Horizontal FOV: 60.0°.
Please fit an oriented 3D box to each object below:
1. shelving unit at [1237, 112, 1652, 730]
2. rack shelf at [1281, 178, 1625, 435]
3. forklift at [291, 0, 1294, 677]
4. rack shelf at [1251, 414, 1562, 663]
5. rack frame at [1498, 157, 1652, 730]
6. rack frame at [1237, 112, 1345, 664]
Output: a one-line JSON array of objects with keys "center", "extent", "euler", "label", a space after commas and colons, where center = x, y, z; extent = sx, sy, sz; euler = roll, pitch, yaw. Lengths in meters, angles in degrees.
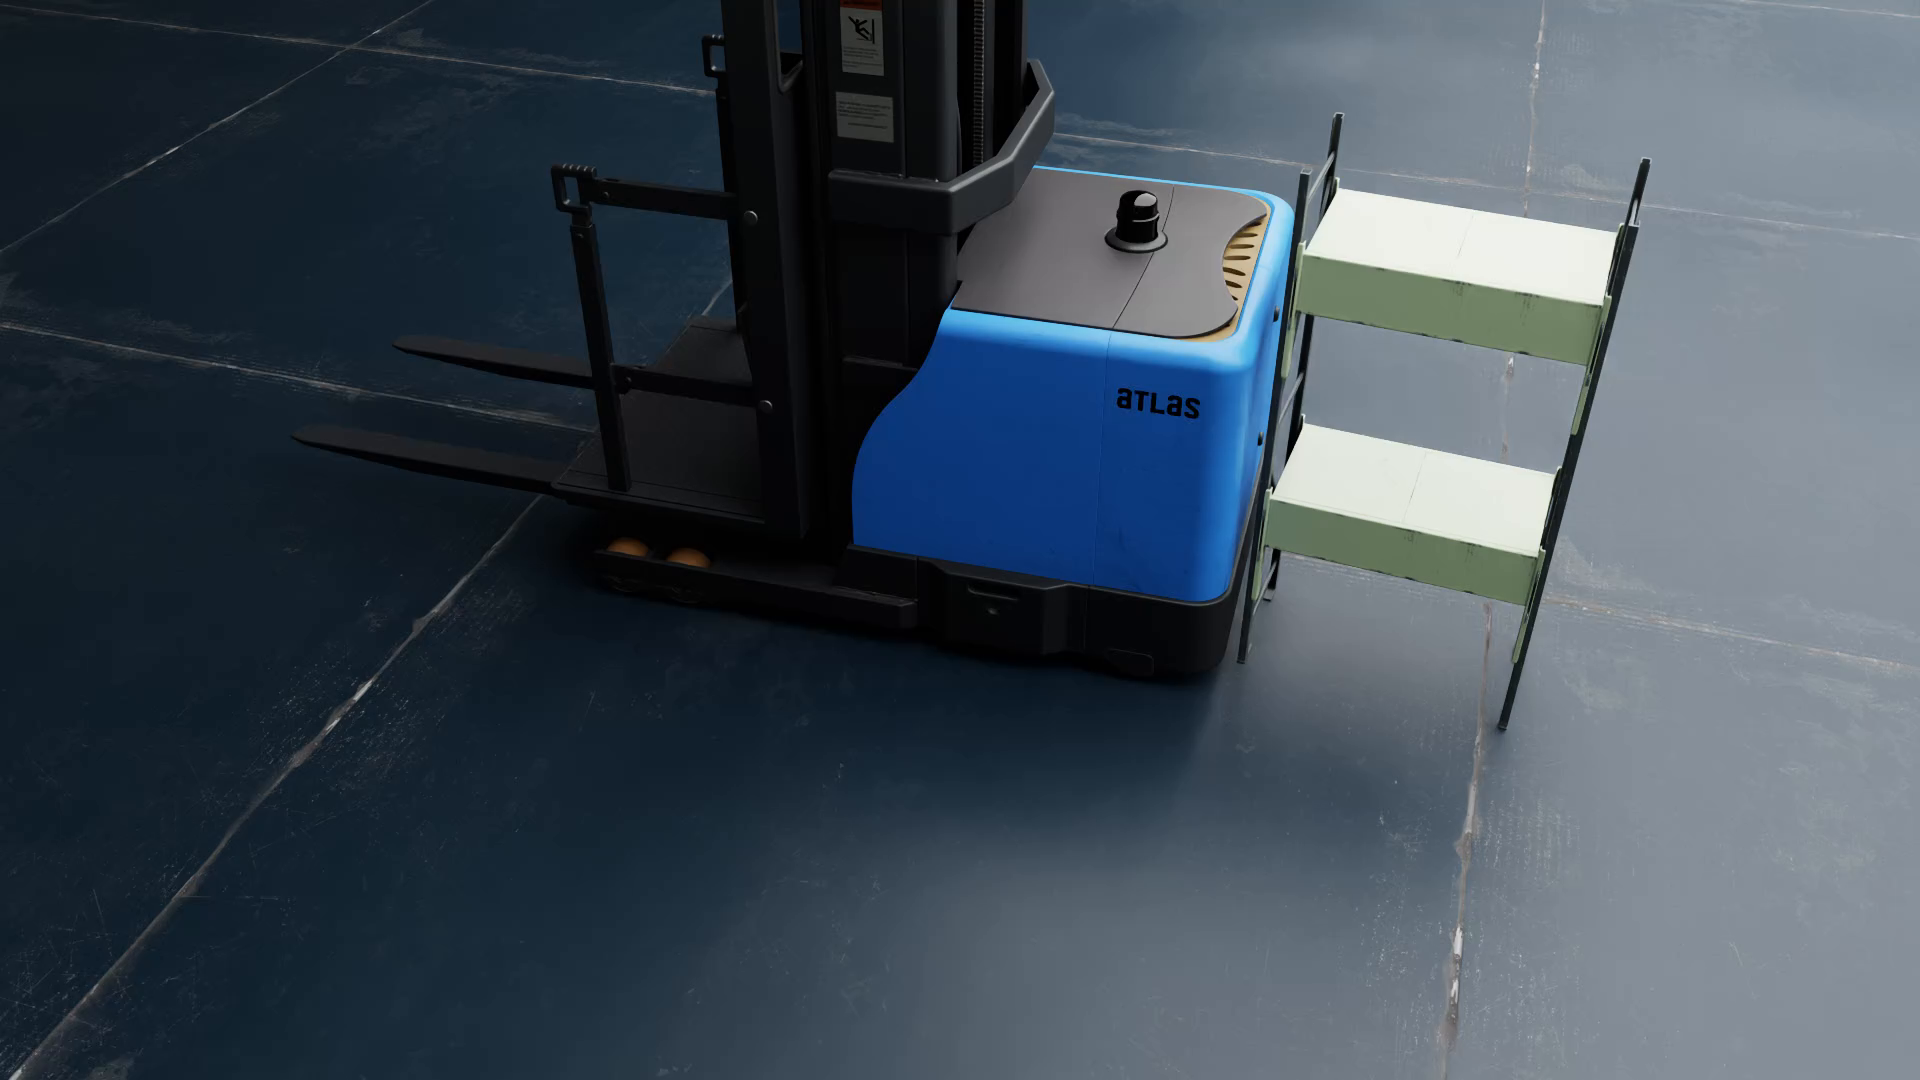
[{"center": [1.219, -0.278, 4.362], "extent": [0.755, 1.500, 0.431], "euler": [14, 38, 18], "label": "shelving unit"}, {"center": [1.219, -0.592, 4.131], "extent": [0.720, 0.370, 0.431], "euler": [14, 38, 18], "label": "rack shelf"}, {"center": [-0.599, -1.281, 4.517], "extent": [3.031, 2.935, 1.130], "euler": [9, 37, 13], "label": "forklift"}, {"center": [1.219, -0.015, 4.555], "extent": [0.720, 0.370, 0.431], "euler": [14, 38, 18], "label": "rack shelf"}, {"center": [1.558, -0.196, 4.251], "extent": [0.023, 1.500, 0.400], "euler": [14, 38, 18], "label": "rack frame"}, {"center": [0.880, -0.360, 4.474], "extent": [0.023, 1.500, 0.400], "euler": [14, 38, 18], "label": "rack frame"}]
